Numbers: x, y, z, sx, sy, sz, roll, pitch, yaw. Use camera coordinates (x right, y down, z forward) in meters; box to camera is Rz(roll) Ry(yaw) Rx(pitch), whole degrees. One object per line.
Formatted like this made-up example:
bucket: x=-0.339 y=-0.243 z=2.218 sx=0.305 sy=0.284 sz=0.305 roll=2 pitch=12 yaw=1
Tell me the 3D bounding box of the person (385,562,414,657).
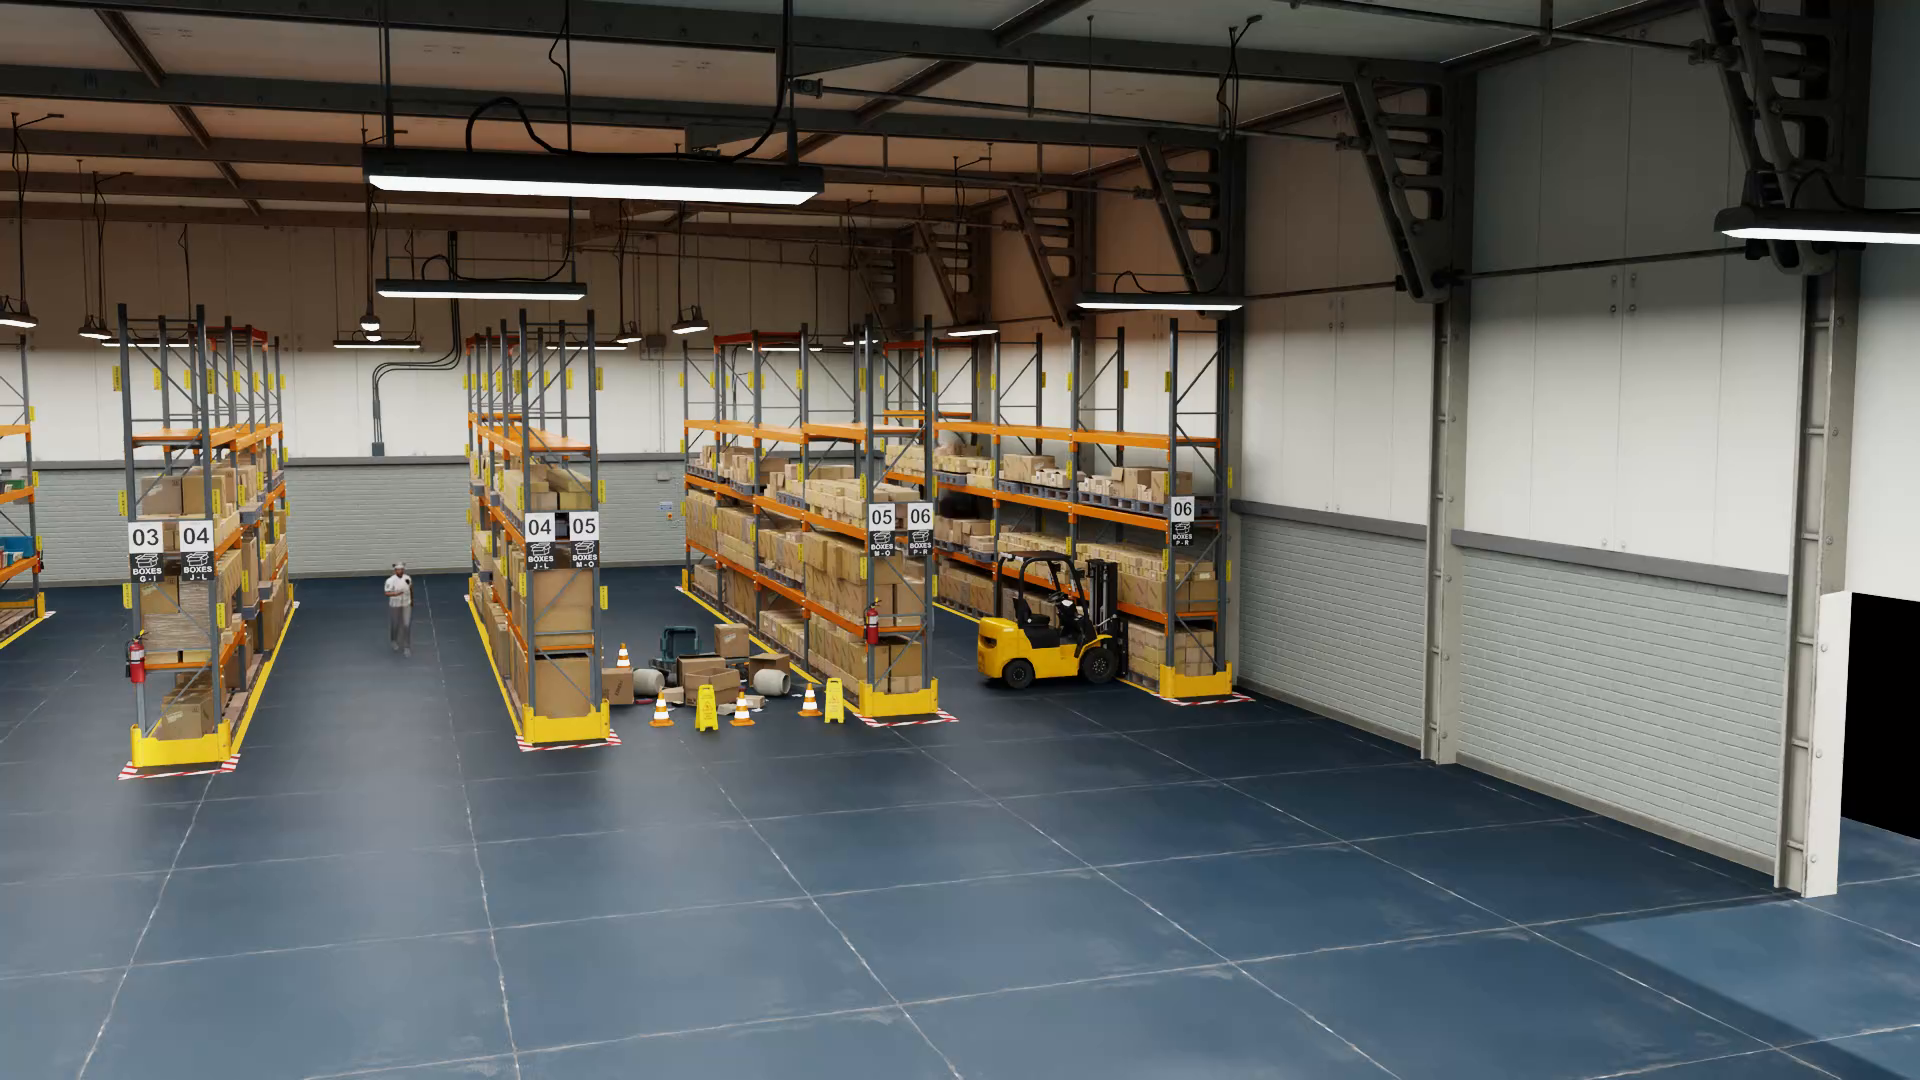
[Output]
person: x=-10.322 y=1.239 z=30.629 sx=0.557 sy=1.711 sz=0.901 roll=-3 pitch=6 yaw=-30
